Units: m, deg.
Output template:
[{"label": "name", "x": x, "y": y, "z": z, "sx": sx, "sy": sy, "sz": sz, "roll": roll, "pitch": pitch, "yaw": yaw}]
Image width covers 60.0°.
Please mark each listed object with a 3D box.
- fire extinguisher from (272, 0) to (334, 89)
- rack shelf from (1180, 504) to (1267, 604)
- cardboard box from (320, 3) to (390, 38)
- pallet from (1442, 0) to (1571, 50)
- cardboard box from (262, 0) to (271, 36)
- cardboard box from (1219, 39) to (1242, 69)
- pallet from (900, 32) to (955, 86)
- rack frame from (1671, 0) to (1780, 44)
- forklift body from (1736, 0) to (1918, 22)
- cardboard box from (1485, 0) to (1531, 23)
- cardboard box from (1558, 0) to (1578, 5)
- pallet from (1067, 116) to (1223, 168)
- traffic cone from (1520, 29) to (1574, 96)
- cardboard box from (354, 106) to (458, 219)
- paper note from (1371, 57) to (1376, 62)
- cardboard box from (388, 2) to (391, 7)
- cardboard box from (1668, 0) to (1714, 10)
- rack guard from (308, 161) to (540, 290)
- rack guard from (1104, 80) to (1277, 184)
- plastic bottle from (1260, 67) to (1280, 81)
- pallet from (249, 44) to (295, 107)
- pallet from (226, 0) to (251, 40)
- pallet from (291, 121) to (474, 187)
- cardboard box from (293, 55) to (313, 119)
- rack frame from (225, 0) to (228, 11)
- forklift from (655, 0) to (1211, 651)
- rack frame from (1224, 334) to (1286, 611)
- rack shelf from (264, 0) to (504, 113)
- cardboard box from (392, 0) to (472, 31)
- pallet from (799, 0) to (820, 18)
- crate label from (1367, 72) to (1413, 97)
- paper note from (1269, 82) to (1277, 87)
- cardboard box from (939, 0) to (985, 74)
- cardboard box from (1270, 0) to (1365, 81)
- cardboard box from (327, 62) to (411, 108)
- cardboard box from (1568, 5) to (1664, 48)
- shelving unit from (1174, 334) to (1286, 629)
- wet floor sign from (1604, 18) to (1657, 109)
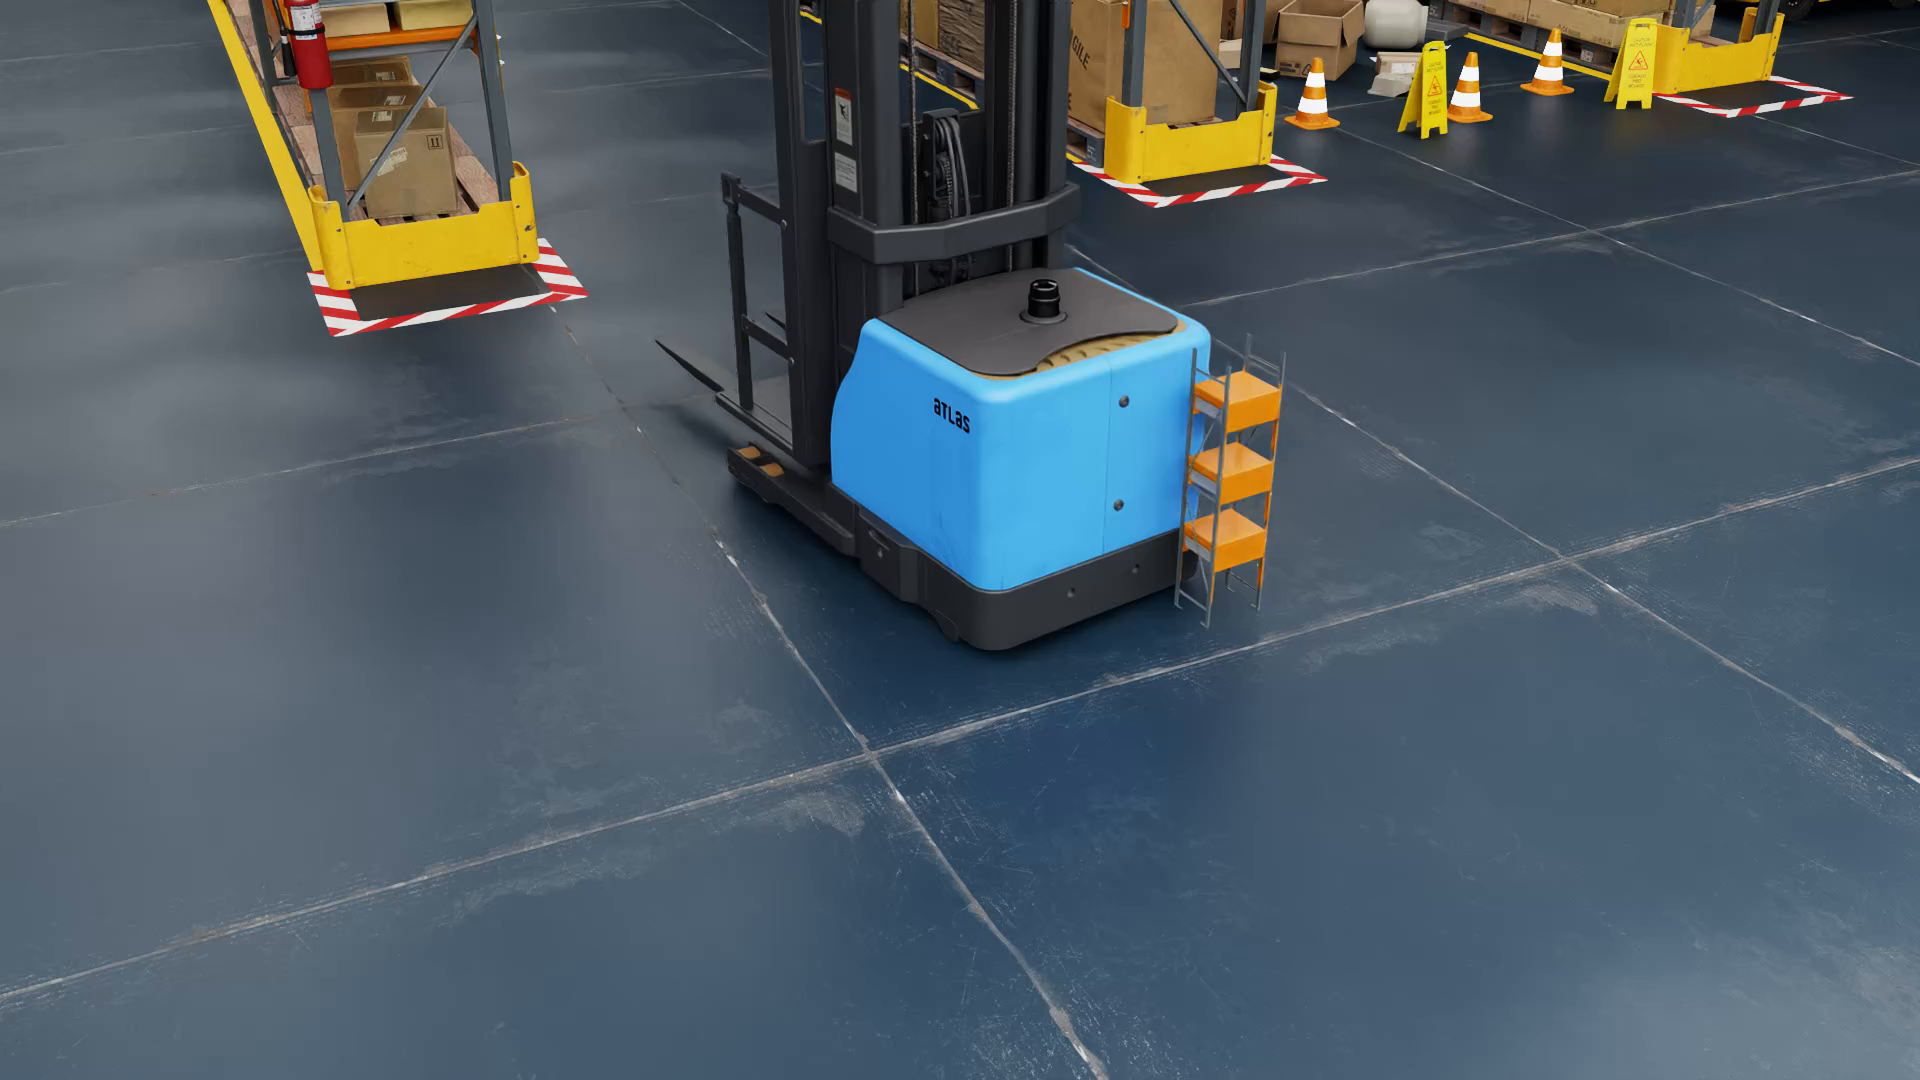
[{"label": "fire extinguisher", "x": -3.358, "y": -2.666, "z": 8.517, "sx": 0.296, "sy": 0.674, "sz": 0.183, "roll": -13, "pitch": 32, "yaw": -22}, {"label": "rack shelf", "x": 0.971, "y": 0.050, "z": 6.178, "sx": 0.240, "sy": 0.259, "sz": 0.215, "roll": -17, "pitch": 33, "yaw": -27}, {"label": "cardboard box", "x": -3.300, "y": -2.820, "z": 8.970, "sx": 0.380, "sy": 0.149, "sz": 0.250, "roll": -13, "pitch": 32, "yaw": -22}, {"label": "pallet", "x": 5.090, "y": -4.650, "z": 14.827, "sx": 1.003, "sy": 0.211, "sz": 1.213, "roll": -13, "pitch": 32, "yaw": -22}, {"label": "cardboard box", "x": -5.381, "y": -4.453, "z": 13.731, "sx": 0.700, "sy": 0.500, "sz": 0.500, "roll": -16, "pitch": 33, "yaw": -26}, {"label": "cardboard box", "x": 2.216, "y": -4.046, "z": 13.694, "sx": 0.396, "sy": 0.266, "sz": 0.258, "roll": -8, "pitch": 30, "yaw": -13}, {"label": "pallet", "x": 0.071, "y": -4.043, "z": 13.743, "sx": 1.003, "sy": 0.211, "sz": 1.213, "roll": -13, "pitch": 32, "yaw": -22}, {"label": "rack frame", "x": 5.959, "y": -4.928, "z": 12.472, "sx": 1.000, "sy": 3.000, "sz": 0.127, "roll": -13, "pitch": 32, "yaw": -22}, {"label": "forklift body", "x": 7.979, "y": -6.056, "z": 15.352, "sx": 2.313, "sy": 2.155, "sz": 1.214, "roll": -13, "pitch": 32, "yaw": -22}, {"label": "cardboard box", "x": 4.924, "y": -4.673, "z": 14.399, "sx": 0.500, "sy": 0.250, "sz": 0.500, "roll": -14, "pitch": 32, "yaw": -24}, {"label": "cardboard box", "x": 5.153, "y": -4.768, "z": 13.801, "sx": 0.500, "sy": 0.500, "sz": 0.500, "roll": -12, "pitch": 31, "yaw": -20}, {"label": "pallet", "x": 1.118, "y": -2.965, "z": 11.821, "sx": 1.003, "sy": 0.211, "sz": 1.213, "roll": -13, "pitch": 32, "yaw": -22}, {"label": "traffic cone", "x": 4.610, "y": -3.741, "z": 12.948, "sx": 0.336, "sy": 0.463, "sz": 0.334, "roll": -13, "pitch": 32, "yaw": -22}, {"label": "cardboard box", "x": -3.244, "y": -2.220, "z": 9.768, "sx": 0.500, "sy": 0.500, "sz": 0.500, "roll": -7, "pitch": 30, "yaw": -13}, {"label": "paper note", "x": 3.527, "y": -4.034, "z": 13.925, "sx": 0.148, "sy": 0.019, "sz": 0.142, "roll": -3, "pitch": 29, "yaw": -5}, {"label": "cardboard box", "x": -3.082, "y": -3.142, "z": 9.543, "sx": 0.380, "sy": 0.149, "sz": 0.250, "roll": -13, "pitch": 32, "yaw": -22}, {"label": "cardboard box", "x": 5.852, "y": -4.664, "z": 13.616, "sx": 0.500, "sy": 0.500, "sz": 0.500, "roll": -14, "pitch": 32, "yaw": -24}, {"label": "rack guard", "x": -3.024, "y": -1.791, "z": 9.432, "sx": 1.175, "sy": 0.500, "sz": 0.348, "roll": -13, "pitch": 32, "yaw": -22}, {"label": "rack guard", "x": 1.542, "y": -2.743, "z": 11.131, "sx": 1.175, "sy": 0.500, "sz": 0.348, "roll": -13, "pitch": 32, "yaw": -22}, {"label": "plastic bottle", "x": 2.426, "y": -3.764, "z": 13.399, "sx": 0.283, "sy": 0.061, "sz": 0.133, "roll": 26, "pitch": 38, "yaw": 38}, {"label": "pallet", "x": -5.044, "y": -3.742, "z": 13.207, "sx": 1.003, "sy": 0.211, "sz": 1.213, "roll": -13, "pitch": 32, "yaw": -22}, {"label": "pallet", "x": -6.091, "y": -4.819, "z": 15.129, "sx": 1.003, "sy": 0.211, "sz": 1.213, "roll": -13, "pitch": 32, "yaw": -22}, {"label": "pallet", "x": -3.860, "y": -2.569, "z": 11.116, "sx": 1.003, "sy": 0.211, "sz": 1.213, "roll": -13, "pitch": 32, "yaw": -22}, {"label": "cardboard box", "x": -4.320, "y": -3.271, "z": 11.642, "sx": 0.500, "sy": 0.500, "sz": 0.500, "roll": -3, "pitch": 29, "yaw": -6}, {"label": "rack frame", "x": -6.425, "y": -6.381, "z": 15.063, "sx": 1.000, "sy": 3.000, "sz": 0.127, "roll": -13, "pitch": 32, "yaw": -22}, {"label": "forklift", "x": -0.341, "y": -1.556, "z": 6.528, "sx": 1.130, "sy": 2.935, "sz": 3.031, "roll": -19, "pitch": 34, "yaw": -30}, {"label": "rack frame", "x": 1.075, "y": -0.233, "z": 6.092, "sx": 0.008, "sy": 1.050, "sz": 0.200, "roll": -17, "pitch": 33, "yaw": -27}, {"label": "rack shelf", "x": -3.850, "y": -3.417, "z": 10.512, "sx": 1.077, "sy": 0.370, "sz": 4.000, "roll": -13, "pitch": 32, "yaw": -22}, {"label": "cardboard box", "x": -2.898, "y": -2.914, "z": 9.136, "sx": 0.380, "sy": 0.149, "sz": 0.250, "roll": -13, "pitch": 32, "yaw": -22}, {"label": "pallet", "x": -1.112, "y": -5.260, "z": 15.914, "sx": 1.003, "sy": 0.211, "sz": 1.213, "roll": -13, "pitch": 32, "yaw": -22}, {"label": "crate label", "x": 3.360, "y": -3.550, "z": 12.940, "sx": 0.298, "sy": 0.136, "sz": 0.250, "roll": 19, "pitch": 34, "yaw": 30}, {"label": "paper note", "x": 2.410, "y": -3.579, "z": 13.103, "sx": 0.144, "sy": 0.017, "sz": 0.142, "roll": -3, "pitch": 29, "yaw": -5}, {"label": "cardboard box", "x": 0.412, "y": -4.178, "z": 12.876, "sx": 0.875, "sy": 0.875, "sz": 0.875, "roll": -13, "pitch": 32, "yaw": -22}, {"label": "cardboard box", "x": 2.919, "y": -4.084, "z": 13.518, "sx": 0.637, "sy": 0.503, "sz": 0.797, "roll": 13, "pitch": 32, "yaw": 21}, {"label": "cardboard box", "x": -3.783, "y": -2.757, "z": 10.726, "sx": 0.500, "sy": 0.500, "sz": 0.500, "roll": -10, "pitch": 31, "yaw": -17}, {"label": "cardboard box", "x": 5.359, "y": -4.223, "z": 13.596, "sx": 0.500, "sy": 0.250, "sz": 0.500, "roll": -13, "pitch": 32, "yaw": -22}, {"label": "shelving unit", "x": 0.971, "y": -0.202, "z": 6.037, "sx": 0.252, "sy": 1.050, "sz": 0.215, "roll": -17, "pitch": 33, "yaw": -27}, {"label": "wet floor sign", "x": 5.075, "y": -3.593, "z": 12.497, "sx": 0.267, "sy": 0.644, "sz": 0.232, "roll": -3, "pitch": 29, "yaw": -5}]
